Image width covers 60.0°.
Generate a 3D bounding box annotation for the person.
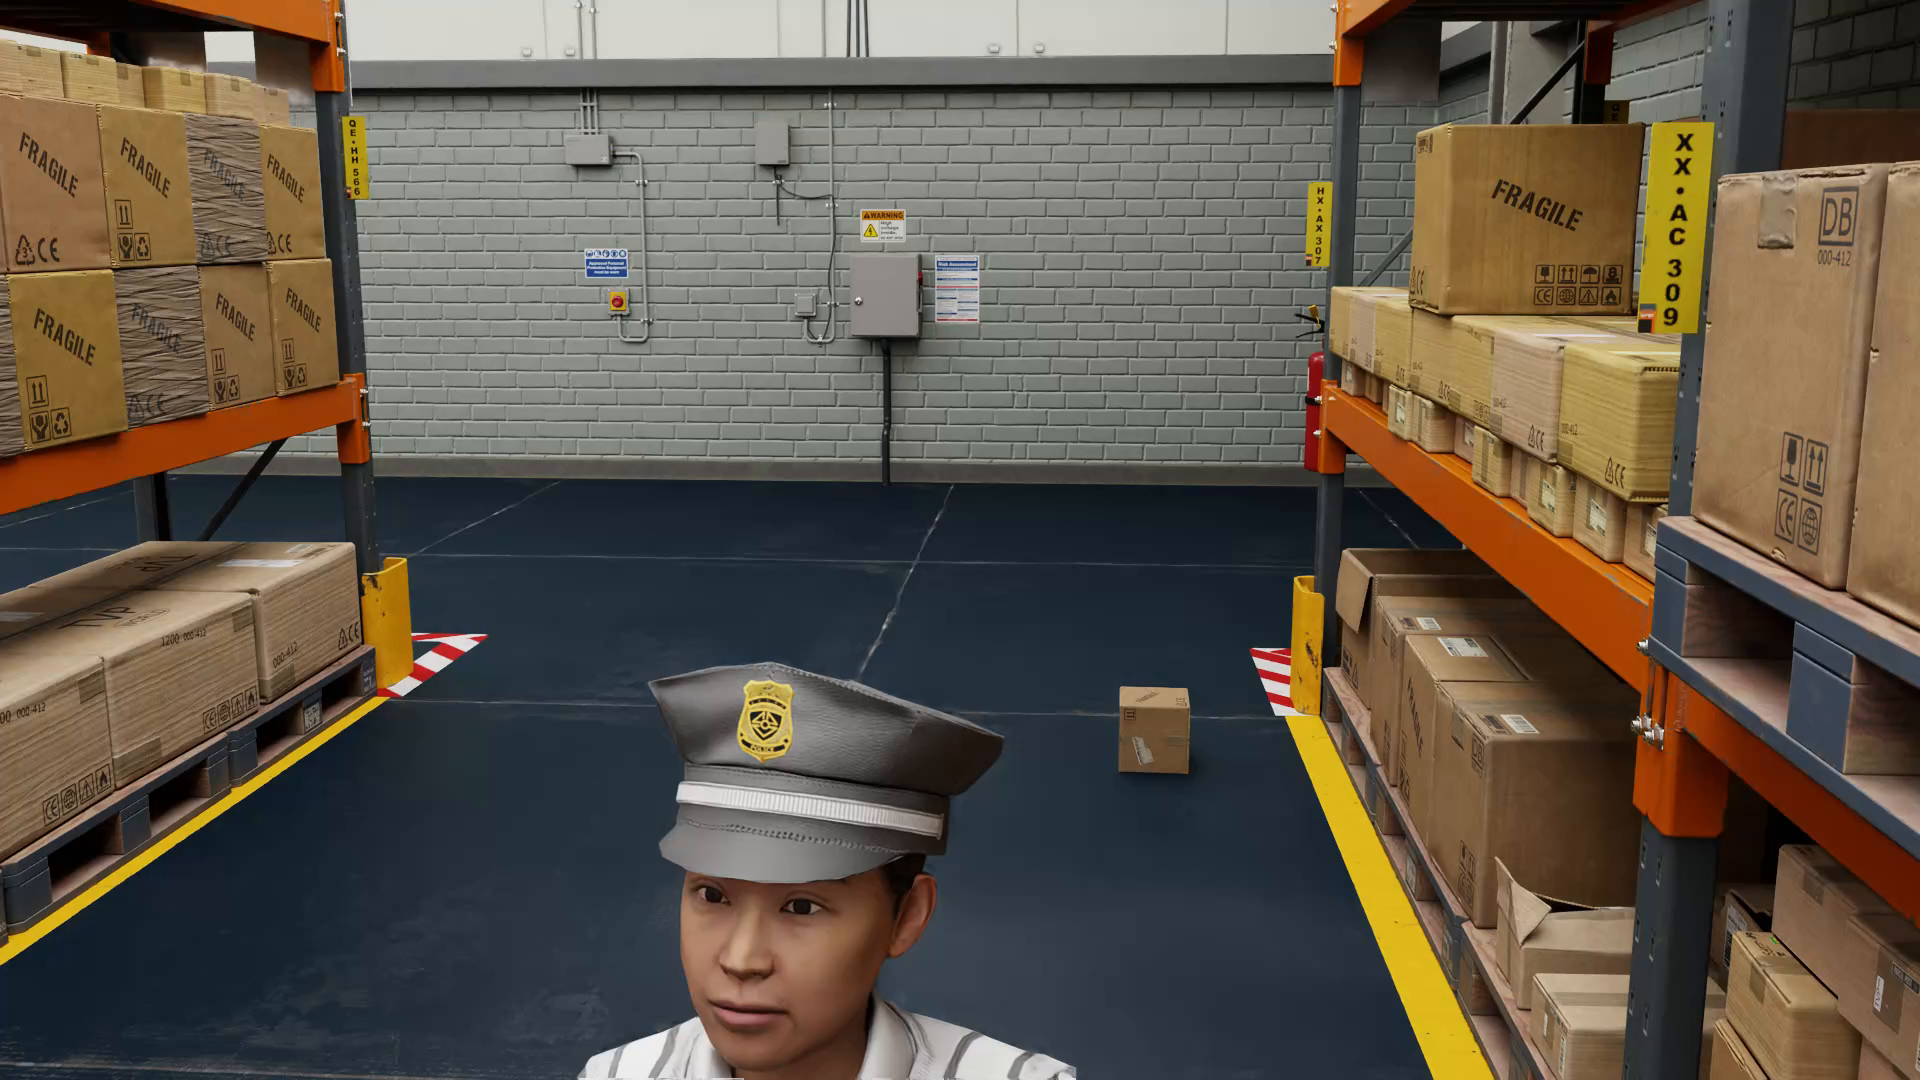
[{"bbox_3d":[-0.090,0.882,1.216,0.471,1.647,0.946,0,11,0],"label":"person"}]
